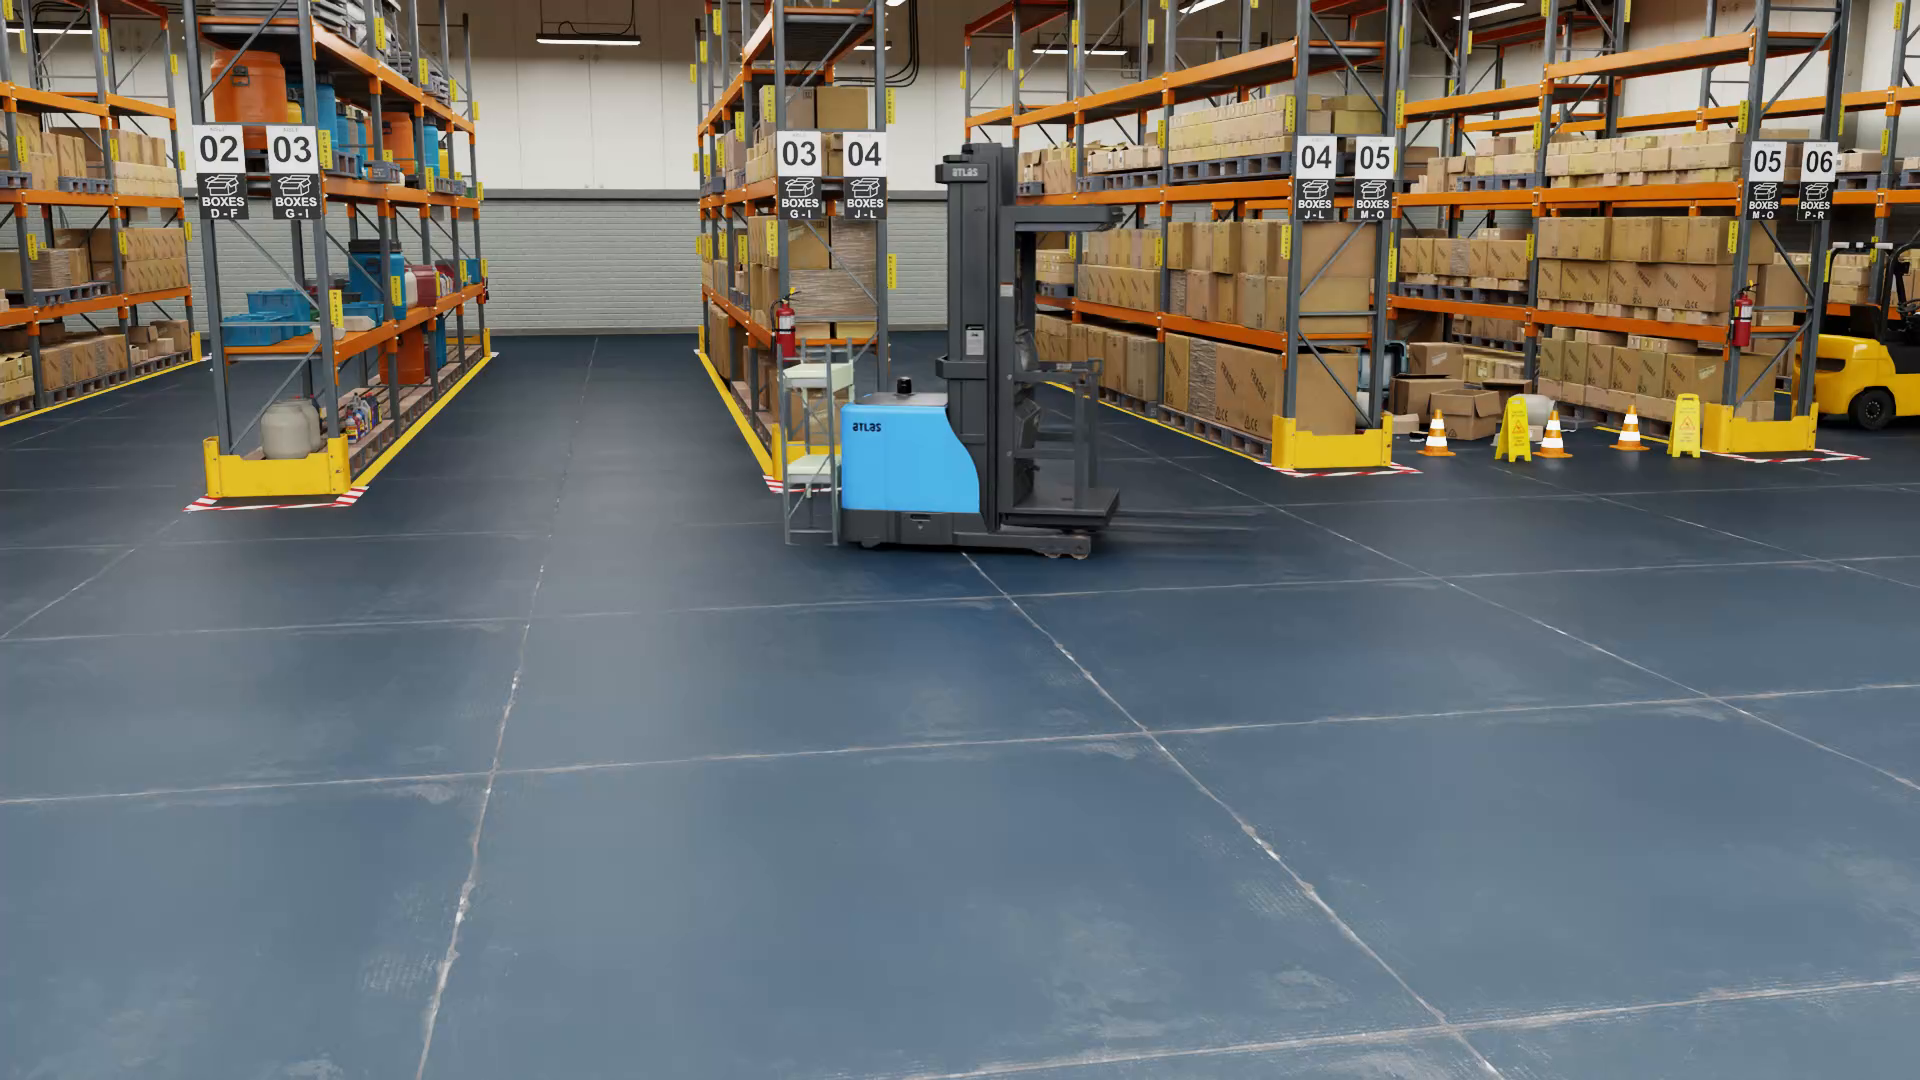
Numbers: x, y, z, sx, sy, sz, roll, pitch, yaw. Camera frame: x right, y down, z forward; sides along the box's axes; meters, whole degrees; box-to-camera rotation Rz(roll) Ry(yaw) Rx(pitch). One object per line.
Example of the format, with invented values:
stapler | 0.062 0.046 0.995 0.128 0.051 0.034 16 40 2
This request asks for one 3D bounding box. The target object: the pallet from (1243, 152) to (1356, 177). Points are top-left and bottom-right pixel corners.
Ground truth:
pallet | 3.551 -3.793 16.817 1.003 0.211 1.213 -2 11 -11

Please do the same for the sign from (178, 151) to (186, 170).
sign | -13.461 -6.565 28.778 0.100 0.325 0.005 -2 11 -11

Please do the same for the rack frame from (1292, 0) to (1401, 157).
rack frame | 3.706 -5.174 15.815 1.000 3.000 0.127 -2 11 -11

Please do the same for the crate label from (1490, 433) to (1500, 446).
crate label | 5.956 -1.091 18.061 0.250 0.136 0.298 -9 14 -40

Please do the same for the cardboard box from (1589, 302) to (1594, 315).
cardboard box | 7.788 -2.780 19.953 0.380 0.149 0.250 -2 11 -11

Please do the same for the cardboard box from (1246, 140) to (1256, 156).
cardboard box | 3.161 -4.021 17.060 0.380 0.149 0.250 -2 11 -10

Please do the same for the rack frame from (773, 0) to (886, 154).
rack frame | -1.179 -5.012 14.965 1.000 3.000 0.127 -2 11 -11

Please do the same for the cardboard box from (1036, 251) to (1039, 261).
cardboard box | 1.355 -4.380 25.644 0.380 0.149 0.250 -2 11 -8

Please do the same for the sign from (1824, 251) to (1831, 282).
sign | 9.074 -2.871 17.442 0.100 0.325 0.005 -2 11 -11

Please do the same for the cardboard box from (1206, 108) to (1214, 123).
cardboard box | 2.914 -4.646 18.208 0.380 0.149 0.250 -2 11 -11

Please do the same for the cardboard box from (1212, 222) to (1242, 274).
cardboard box | 3.268 -3.199 18.190 0.875 0.550 0.500 -2 11 -11

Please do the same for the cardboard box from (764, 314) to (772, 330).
cardboard box | -1.832 -2.258 17.210 0.380 0.149 0.250 -2 11 -11

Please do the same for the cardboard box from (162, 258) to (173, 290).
cardboard box | -13.459 -4.430 27.684 0.500 0.500 0.500 -2 11 -11

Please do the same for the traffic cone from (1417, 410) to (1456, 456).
traffic cone | 4.995 -1.130 17.396 0.336 0.463 0.334 -2 11 -11

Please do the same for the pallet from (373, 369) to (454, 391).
pallet | -8.022 -2.349 24.474 1.003 0.211 1.213 -2 11 -11

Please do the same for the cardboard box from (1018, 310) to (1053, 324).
cardboard box | 1.256 -3.630 27.301 0.500 0.250 0.500 -3 11 -14

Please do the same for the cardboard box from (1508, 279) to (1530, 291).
cardboard box | 7.393 -3.327 21.701 0.380 0.149 0.250 -2 11 -10

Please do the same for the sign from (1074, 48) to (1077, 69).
sign | 1.915 -7.933 27.388 0.100 0.325 0.005 -2 11 -11

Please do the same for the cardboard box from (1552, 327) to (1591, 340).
cardboard box | 7.579 -2.559 20.608 0.380 0.149 0.250 -2 11 -10

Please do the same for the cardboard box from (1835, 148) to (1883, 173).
cardboard box | 12.252 -5.150 22.556 0.500 0.311 0.500 -2 11 -13

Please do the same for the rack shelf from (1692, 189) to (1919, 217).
rack shelf | 12.243 -4.828 23.939 1.077 0.370 4.000 -2 11 -11

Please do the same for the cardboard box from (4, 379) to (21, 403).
cardboard box | -12.008 -1.847 20.607 0.500 0.250 0.500 -2 11 -12

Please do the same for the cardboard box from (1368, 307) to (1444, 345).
cardboard box | 6.933 -3.185 25.969 0.875 0.875 0.875 -2 11 -12

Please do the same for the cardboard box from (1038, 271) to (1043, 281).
cardboard box | 1.407 -4.039 25.444 0.380 0.149 0.250 -3 11 -14

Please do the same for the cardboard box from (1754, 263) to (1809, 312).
cardboard box | 8.721 -2.718 17.891 0.500 0.500 0.500 -2 11 -12

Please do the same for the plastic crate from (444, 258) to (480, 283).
plastic crate | -8.901 -4.812 29.701 0.616 0.435 0.499 -2 11 -11

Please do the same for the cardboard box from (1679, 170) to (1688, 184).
cardboard box | 8.115 -3.974 18.205 0.380 0.149 0.250 -2 11 -11

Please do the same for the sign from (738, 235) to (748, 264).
sign | -2.501 -3.347 19.162 0.100 0.325 0.005 -2 11 -11

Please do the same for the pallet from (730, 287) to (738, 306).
pallet | -2.492 -3.312 22.586 1.213 0.211 1.003 -2 11 -11

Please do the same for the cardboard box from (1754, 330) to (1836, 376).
cardboard box | 12.228 -2.756 24.382 0.875 0.625 0.625 -3 11 -13

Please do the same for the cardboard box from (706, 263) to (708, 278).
cardboard box | -4.154 -4.692 28.929 0.500 0.250 0.500 -2 11 -12

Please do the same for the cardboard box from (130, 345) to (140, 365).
cardboard box | -13.100 -2.887 25.856 0.500 0.311 0.500 -2 11 -11

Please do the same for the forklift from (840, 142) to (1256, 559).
forklift | 0.679 -1.409 12.258 3.031 2.935 1.130 2 11 10

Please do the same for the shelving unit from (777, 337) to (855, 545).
shelving unit | -1.075 -0.769 12.699 0.431 1.500 0.755 0 11 9

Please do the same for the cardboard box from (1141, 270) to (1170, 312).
cardboard box | 2.564 -3.096 20.673 0.500 0.500 0.500 -2 11 -11

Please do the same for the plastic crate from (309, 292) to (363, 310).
plastic crate | -6.839 -2.488 17.911 0.767 0.338 0.504 -2 11 -11

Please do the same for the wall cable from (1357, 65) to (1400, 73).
wall cable | 10.456 -12.302 38.391 2.988 3.039 0.133 -2 11 -11

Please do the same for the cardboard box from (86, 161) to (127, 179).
cardboard box | -13.082 -5.650 25.403 0.500 0.250 0.500 -2 11 -11

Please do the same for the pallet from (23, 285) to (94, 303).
pallet | -12.836 -3.435 23.236 1.003 0.211 1.213 -2 11 -11

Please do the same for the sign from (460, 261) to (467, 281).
sign | -7.832 -4.242 26.220 0.100 0.325 0.005 -2 11 -11

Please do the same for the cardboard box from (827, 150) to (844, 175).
cardboard box | -1.019 -3.563 15.773 0.500 0.250 0.500 -2 11 -9

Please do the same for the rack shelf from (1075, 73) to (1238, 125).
rack shelf | 2.539 -5.725 21.701 1.077 0.370 4.000 -2 11 -11

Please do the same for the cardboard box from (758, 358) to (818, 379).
cardboard box | -2.130 -1.989 20.632 0.700 0.500 0.500 -2 11 -11

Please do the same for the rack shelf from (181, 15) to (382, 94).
rack shelf | -6.427 -4.649 16.050 1.077 0.370 4.000 -2 11 -11

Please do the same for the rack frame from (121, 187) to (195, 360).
rack frame | -14.009 -4.640 29.054 1.000 3.000 0.127 -2 11 -11

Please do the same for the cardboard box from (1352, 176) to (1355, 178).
cardboard box | 6.374 -5.747 26.081 0.396 0.266 0.258 -2 11 -12

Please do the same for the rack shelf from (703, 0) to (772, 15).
rack shelf | -3.124 -8.126 24.357 1.077 0.370 4.000 -2 11 -11

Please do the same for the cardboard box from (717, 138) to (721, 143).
cardboard box | -3.908 -6.776 28.586 0.500 0.250 0.500 -2 11 -13

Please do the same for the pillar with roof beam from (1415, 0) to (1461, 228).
pillar with roof beam | 6.435 -8.859 35.176 9.100 9.000 0.548 -2 11 -11

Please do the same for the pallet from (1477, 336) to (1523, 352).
pallet | 10.702 -3.788 32.035 1.003 0.211 1.213 -2 11 -11

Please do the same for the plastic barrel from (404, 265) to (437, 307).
plastic barrel | -7.206 -3.345 21.886 0.600 0.536 0.708 -2 11 -11

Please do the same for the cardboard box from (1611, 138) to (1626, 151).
cardboard box | 7.812 -4.595 19.332 0.380 0.149 0.250 -2 11 -12

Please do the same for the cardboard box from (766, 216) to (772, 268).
cardboard box | -1.632 -2.935 16.358 0.500 0.500 0.500 -2 11 -11

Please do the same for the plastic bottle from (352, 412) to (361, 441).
plastic bottle | -6.111 -1.153 16.820 0.061 0.283 0.133 -2 11 -10
